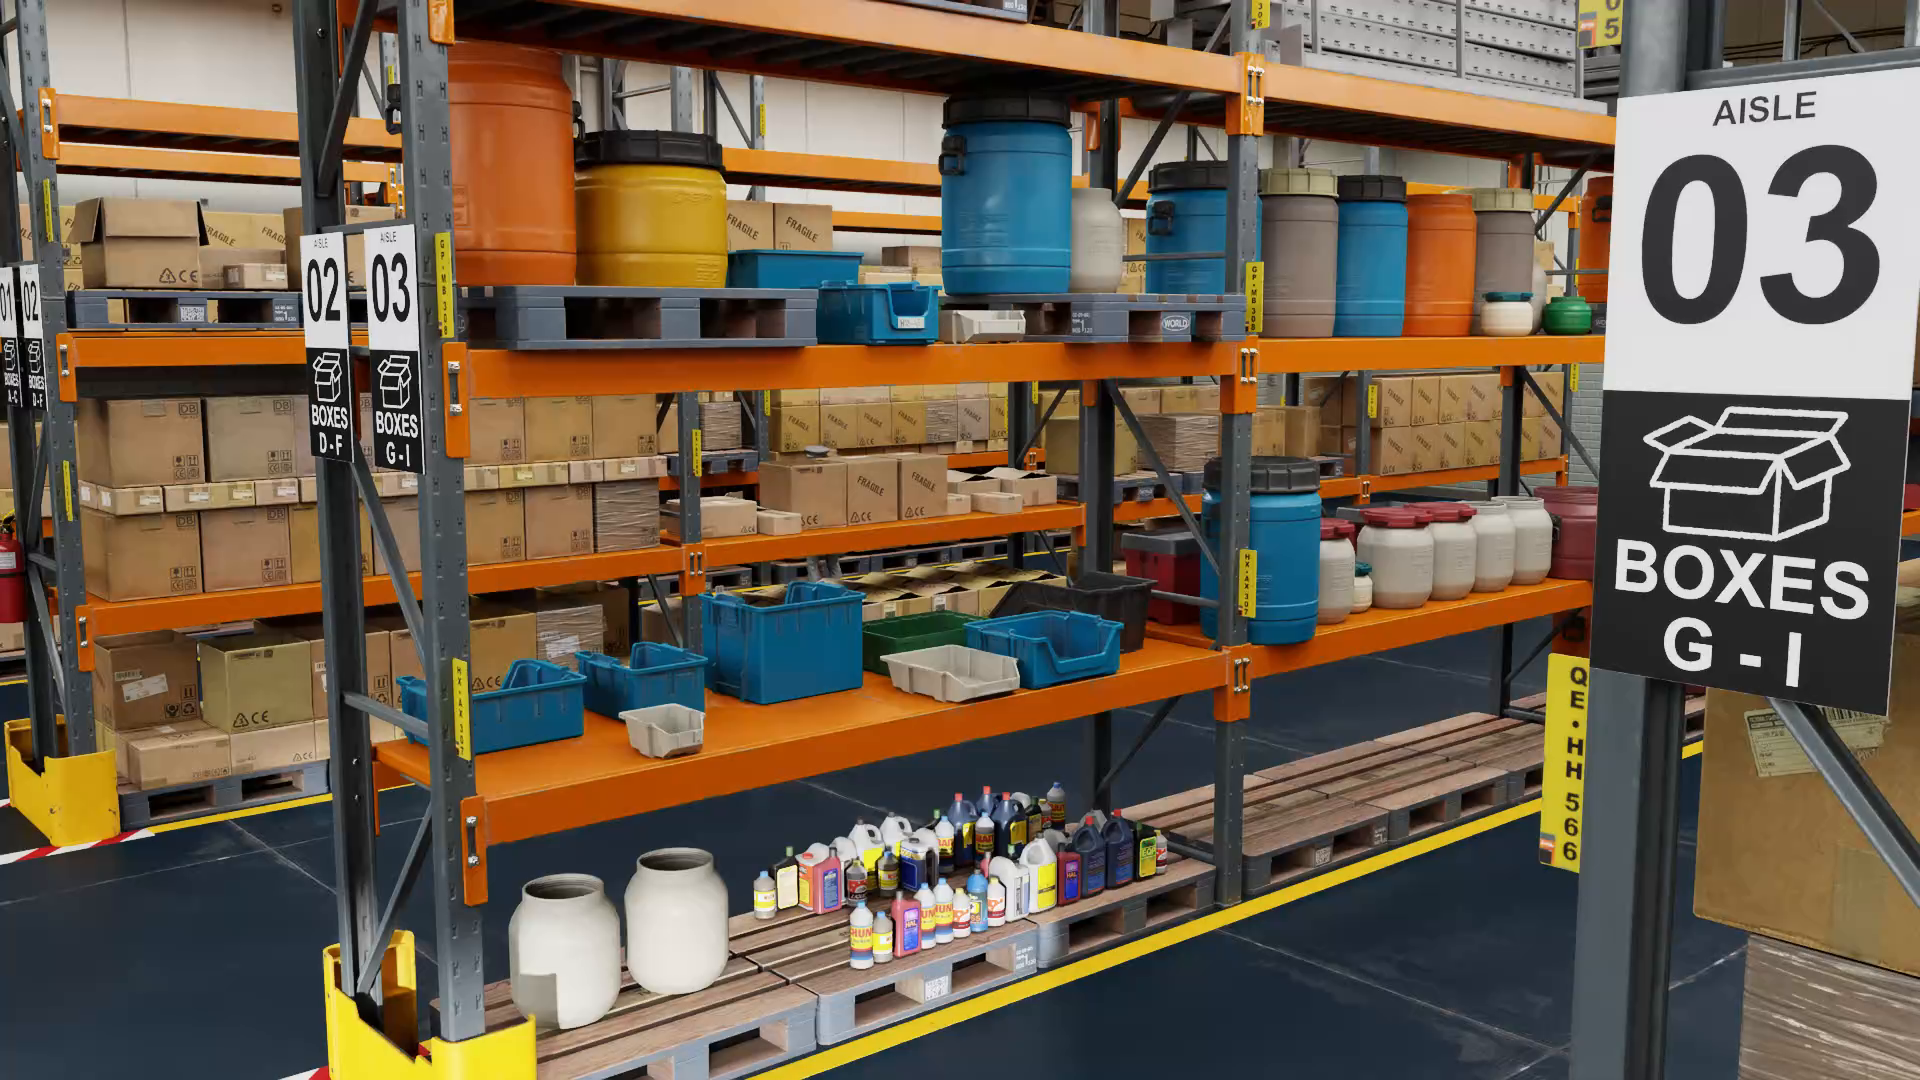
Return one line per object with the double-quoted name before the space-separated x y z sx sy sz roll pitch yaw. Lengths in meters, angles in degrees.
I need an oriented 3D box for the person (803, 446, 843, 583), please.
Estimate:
"person" -1.381 -0.103 16.563 0.524 1.662 0.413 -7 10 -43
